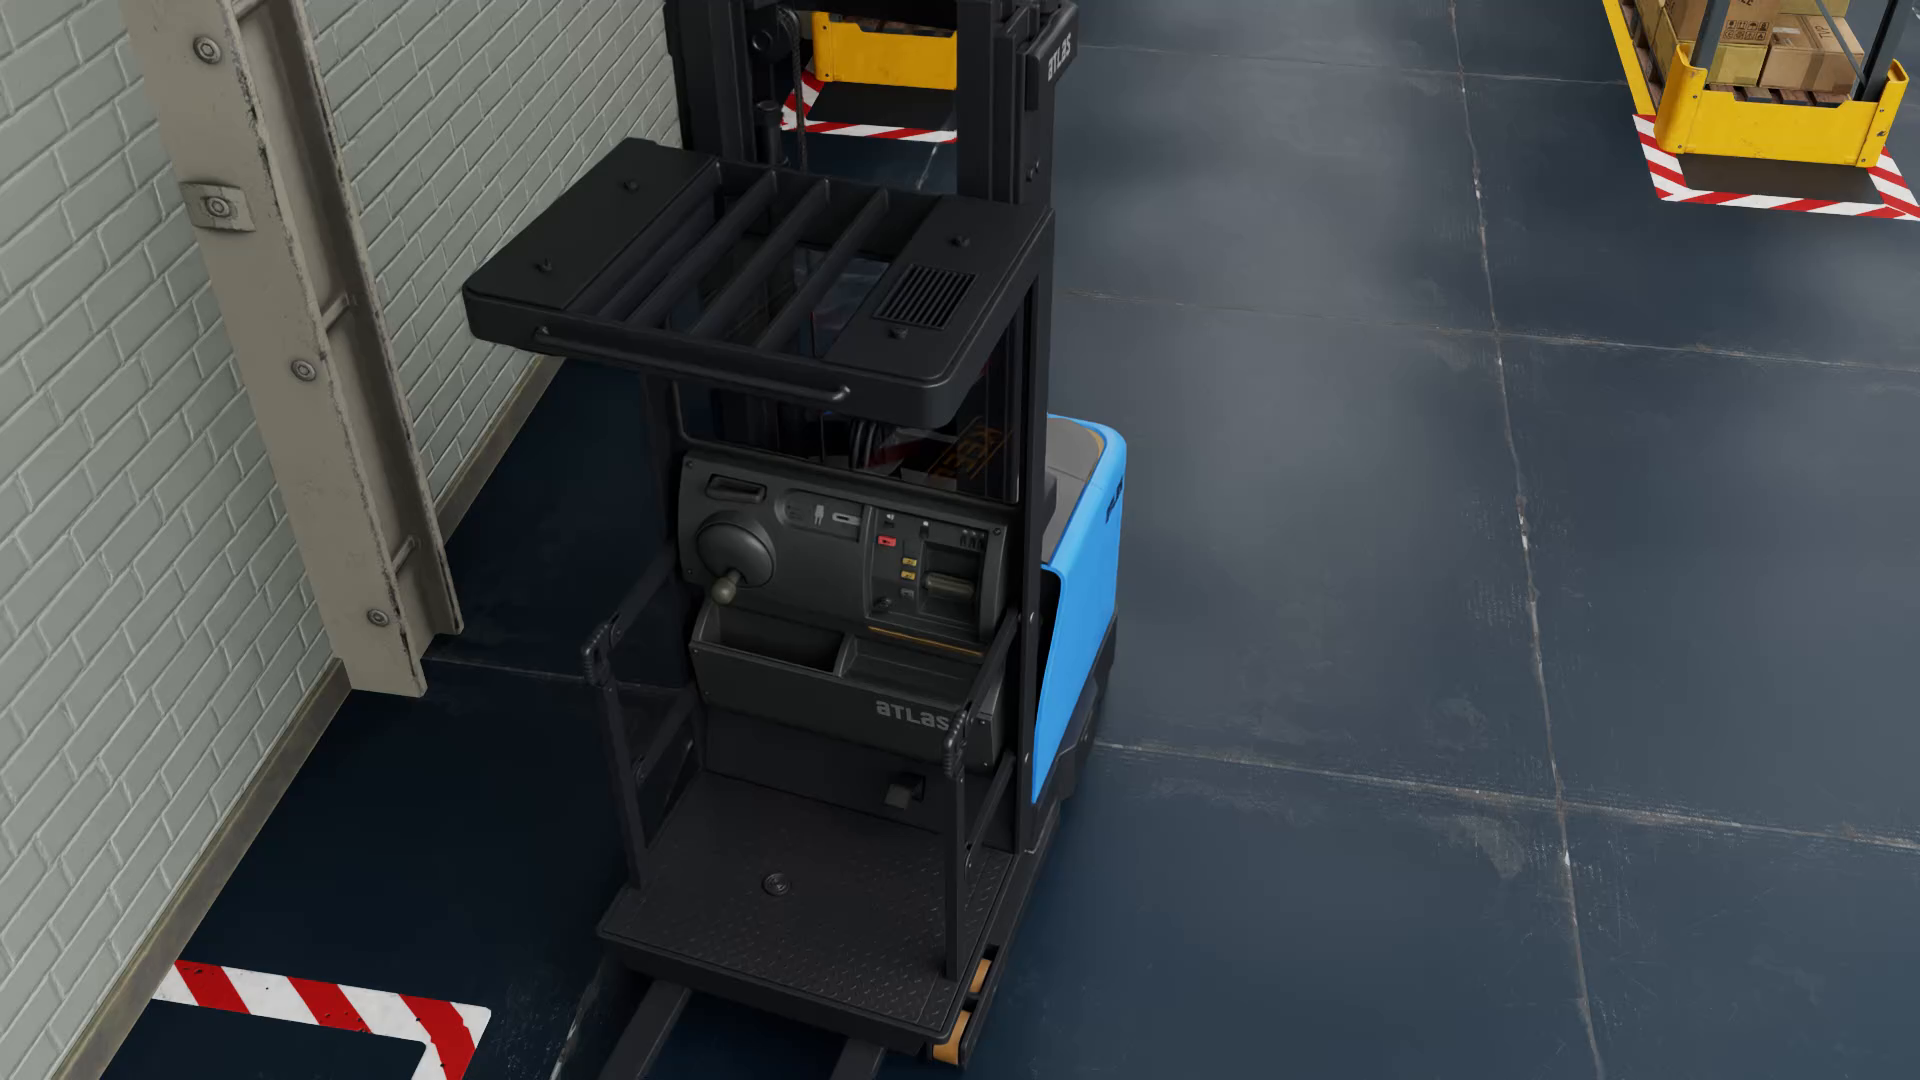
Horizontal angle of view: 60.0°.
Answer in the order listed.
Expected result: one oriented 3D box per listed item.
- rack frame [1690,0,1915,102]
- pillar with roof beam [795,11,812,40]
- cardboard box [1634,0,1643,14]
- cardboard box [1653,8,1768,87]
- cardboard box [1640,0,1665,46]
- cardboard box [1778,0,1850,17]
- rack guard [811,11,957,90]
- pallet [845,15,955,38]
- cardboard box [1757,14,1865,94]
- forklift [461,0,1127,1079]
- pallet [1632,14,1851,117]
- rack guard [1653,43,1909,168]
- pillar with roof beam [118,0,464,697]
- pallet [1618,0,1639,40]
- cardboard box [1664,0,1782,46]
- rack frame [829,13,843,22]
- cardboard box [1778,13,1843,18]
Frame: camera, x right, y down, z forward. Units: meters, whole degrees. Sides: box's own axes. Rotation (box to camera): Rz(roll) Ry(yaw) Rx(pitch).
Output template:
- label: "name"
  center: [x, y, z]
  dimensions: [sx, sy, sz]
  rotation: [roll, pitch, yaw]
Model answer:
- label: "rack frame"
  center: [4.571, -3.411, 8.521]
  dimensions: [1.000, 3.000, 0.127]
  rotation: [6, 40, 8]
- label: "pillar with roof beam"
  center: [3.200, -6.327, 7.340]
  dimensions: [9.100, 9.000, 0.400]
  rotation: [6, 40, 8]
- label: "cardboard box"
  center: [4.532, -3.511, 10.471]
  dimensions: [0.500, 0.250, 0.500]
  rotation: [6, 40, 8]
- label: "cardboard box"
  center: [4.373, -2.882, 9.710]
  dimensions: [0.500, 0.250, 0.500]
  rotation: [6, 40, 8]
- label: "cardboard box"
  center: [4.447, -3.197, 10.091]
  dimensions: [0.500, 0.250, 0.500]
  rotation: [6, 40, 8]
- label: "cardboard box"
  center: [4.967, -3.428, 9.782]
  dimensions: [0.500, 0.500, 0.500]
  rotation: [6, 40, 8]
- label: "rack guard"
  center: [-0.296, -3.039, 10.033]
  dimensions: [1.175, 0.500, 0.348]
  rotation: [6, 40, 8]
- label: "pallet"
  center: [-0.120, -3.434, 10.737]
  dimensions: [1.003, 0.211, 1.213]
  rotation: [6, 40, 8]
- label: "cardboard box"
  center: [4.883, -2.825, 9.641]
  dimensions: [0.500, 0.250, 0.500]
  rotation: [6, 40, 8]
- label: "forklift"
  center: [-0.395, 0.111, 4.316]
  dimensions: [1.130, 2.935, 3.031]
  rotation: [12, 41, 15]
- label: "pallet"
  center: [4.662, -2.821, 9.996]
  dimensions: [1.003, 0.211, 1.213]
  rotation: [6, 40, 8]
- label: "rack guard"
  center: [4.567, -2.432, 9.300]
  dimensions: [1.175, 0.500, 0.348]
  rotation: [6, 40, 8]
- label: "pillar with roof beam"
  center: [2.162, -2.561, 2.786]
  dimensions: [9.100, 9.000, 0.400]
  rotation: [6, 40, 8]
- label: "pallet"
  center: [4.875, -3.584, 10.919]
  dimensions: [1.003, 0.211, 1.213]
  rotation: [6, 40, 8]
- label: "cardboard box"
  center: [4.371, -3.171, 9.472]
  dimensions: [0.500, 0.500, 0.500]
  rotation: [6, 40, 8]
- label: "rack frame"
  center: [-0.309, -3.955, 9.179]
  dimensions: [1.000, 3.000, 0.127]
  rotation: [6, 40, 8]
- label: "cardboard box"
  center: [4.966, -3.139, 10.021]
  dimensions: [0.500, 0.250, 0.500]
  rotation: [6, 40, 8]
